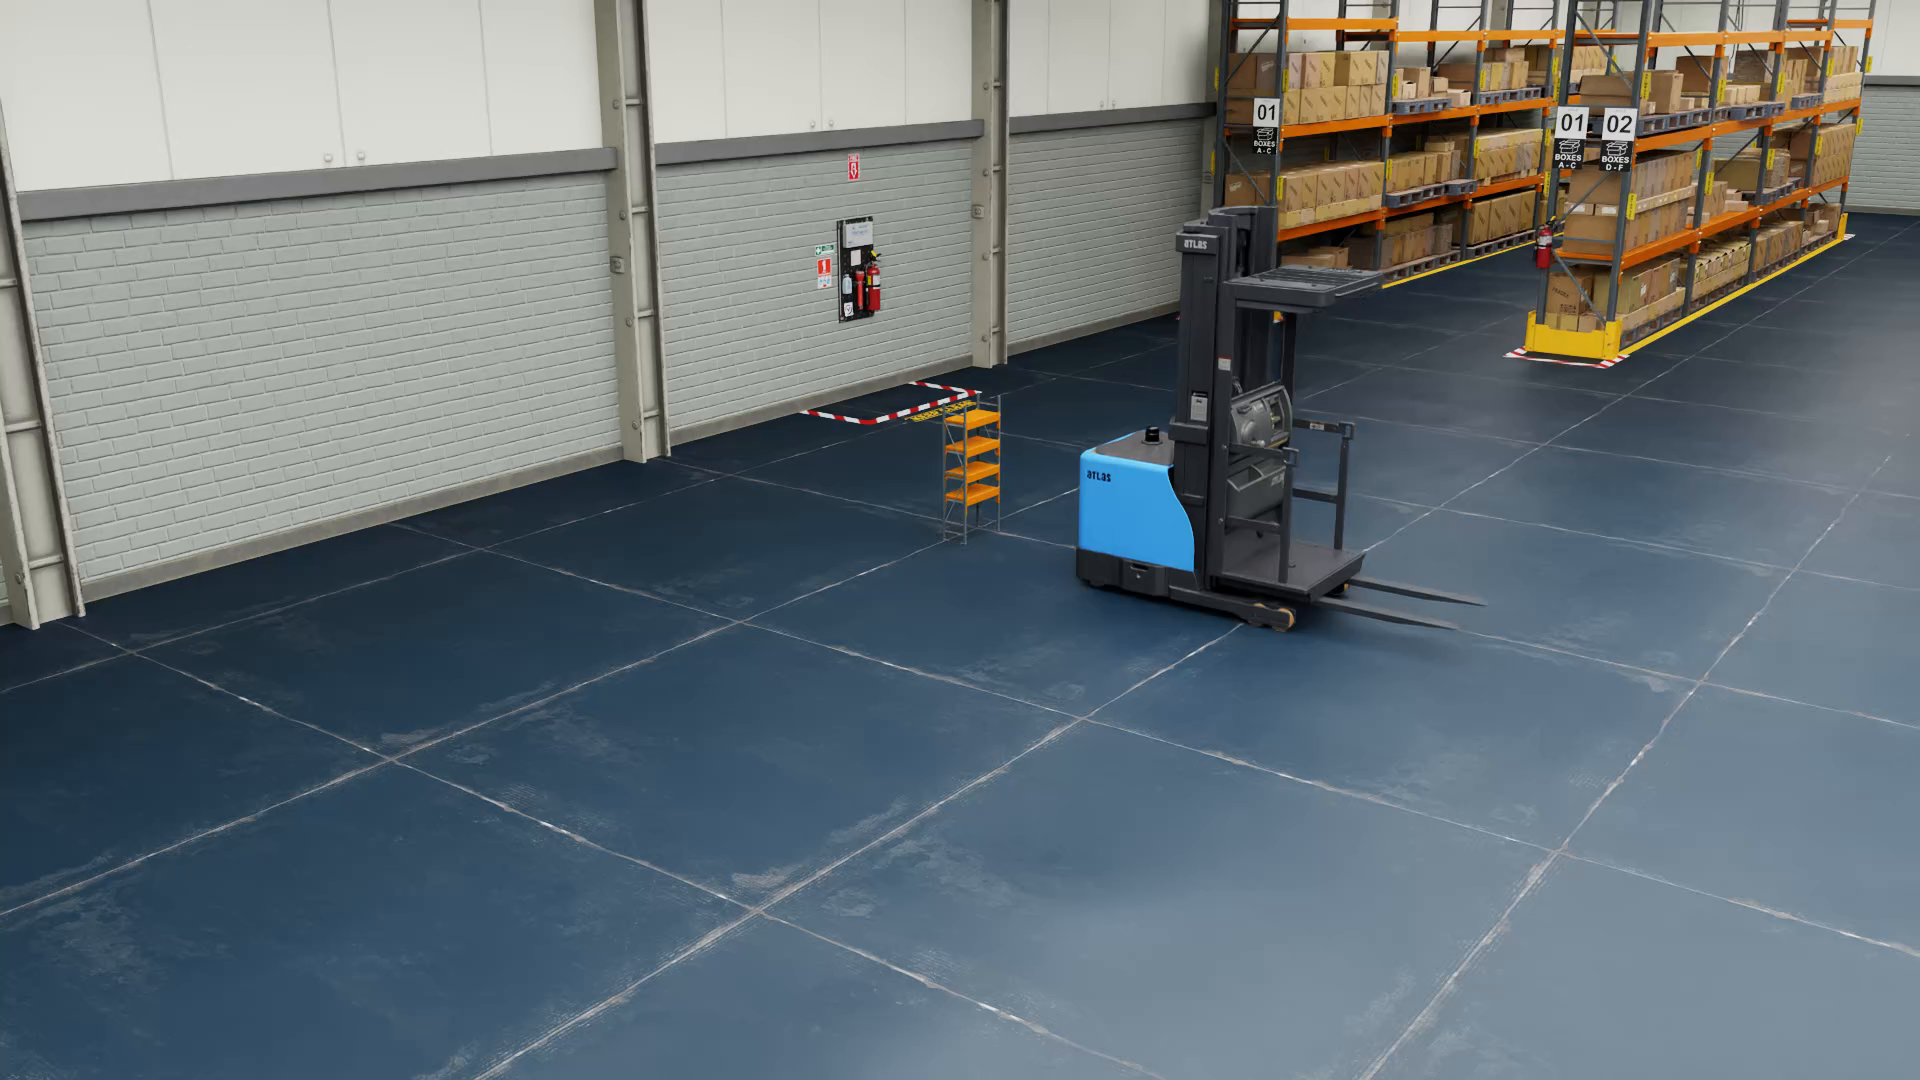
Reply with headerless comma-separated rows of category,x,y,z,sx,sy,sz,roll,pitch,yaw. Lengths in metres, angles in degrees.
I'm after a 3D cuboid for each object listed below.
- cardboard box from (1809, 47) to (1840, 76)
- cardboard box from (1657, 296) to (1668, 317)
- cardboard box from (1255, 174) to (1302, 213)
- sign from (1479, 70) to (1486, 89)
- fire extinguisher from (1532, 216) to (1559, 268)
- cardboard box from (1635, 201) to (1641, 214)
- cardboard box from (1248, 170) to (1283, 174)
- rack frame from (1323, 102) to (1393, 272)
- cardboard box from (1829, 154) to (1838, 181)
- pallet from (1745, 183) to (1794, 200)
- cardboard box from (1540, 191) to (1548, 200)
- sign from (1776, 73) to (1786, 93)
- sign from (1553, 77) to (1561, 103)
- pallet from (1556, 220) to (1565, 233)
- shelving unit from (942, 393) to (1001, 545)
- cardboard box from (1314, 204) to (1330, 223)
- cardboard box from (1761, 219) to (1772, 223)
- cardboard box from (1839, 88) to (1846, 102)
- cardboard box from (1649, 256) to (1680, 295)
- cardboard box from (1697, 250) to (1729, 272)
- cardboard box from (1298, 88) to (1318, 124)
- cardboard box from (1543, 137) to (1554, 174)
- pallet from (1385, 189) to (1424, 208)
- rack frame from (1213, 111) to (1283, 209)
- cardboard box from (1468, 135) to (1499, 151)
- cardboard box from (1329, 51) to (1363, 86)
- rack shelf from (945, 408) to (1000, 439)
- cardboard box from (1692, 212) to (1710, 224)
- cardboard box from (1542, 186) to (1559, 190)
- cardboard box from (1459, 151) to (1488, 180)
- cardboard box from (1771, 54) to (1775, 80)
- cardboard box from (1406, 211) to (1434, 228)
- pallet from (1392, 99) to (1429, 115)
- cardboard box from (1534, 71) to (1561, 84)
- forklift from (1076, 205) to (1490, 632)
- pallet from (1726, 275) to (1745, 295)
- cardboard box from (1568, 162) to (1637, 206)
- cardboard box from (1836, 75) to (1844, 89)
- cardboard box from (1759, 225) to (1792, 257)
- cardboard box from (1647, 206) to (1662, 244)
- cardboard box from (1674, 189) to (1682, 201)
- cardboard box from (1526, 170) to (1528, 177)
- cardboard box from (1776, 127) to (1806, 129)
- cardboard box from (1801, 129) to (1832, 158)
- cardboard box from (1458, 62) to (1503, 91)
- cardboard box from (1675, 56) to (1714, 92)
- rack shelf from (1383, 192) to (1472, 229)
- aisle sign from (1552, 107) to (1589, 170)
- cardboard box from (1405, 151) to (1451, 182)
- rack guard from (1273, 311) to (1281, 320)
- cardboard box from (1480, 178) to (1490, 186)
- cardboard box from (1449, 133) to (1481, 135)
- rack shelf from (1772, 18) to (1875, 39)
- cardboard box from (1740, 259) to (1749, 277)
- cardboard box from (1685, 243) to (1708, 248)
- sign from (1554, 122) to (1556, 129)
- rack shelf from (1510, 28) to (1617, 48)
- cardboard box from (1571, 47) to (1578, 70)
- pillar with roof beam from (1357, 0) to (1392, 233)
cardboard box,16.030,-8.977,31.180,0.700,0.500,0.500,12,21,35
cardboard box,9.899,-3.396,24.051,0.500,0.250,0.500,12,21,35
cardboard box,4.754,-5.175,24.806,0.500,0.500,0.500,12,21,35
sign,9.429,-8.307,30.007,0.100,0.325,0.005,12,21,35
fire extinguisher,7.765,-3.961,22.072,0.296,0.674,0.183,12,21,35
cardboard box,8.920,-4.480,22.349,0.380,0.149,0.250,13,21,35
cardboard box,4.646,-5.383,25.474,0.500,0.500,0.500,13,21,35
rack frame,6.612,-5.771,27.771,1.000,3.000,0.127,12,21,35
cardboard box,16.786,-7.286,32.480,0.500,0.500,0.500,12,21,34
pallet,14.131,-6.222,29.546,1.003,0.211,1.213,12,21,35
cardboard box,12.257,-7.203,34.793,0.380,0.149,0.250,13,22,37
sign,13.416,-7.467,27.168,0.100,0.325,0.005,12,21,35
sign,7.781,-5.861,21.642,0.100,0.325,0.005,12,21,35
pallet,12.621,-6.804,35.799,1.003,0.211,1.213,12,21,35
shelving unit,0.099,-0.612,14.193,0.258,1.200,0.503,12,21,35
cardboard box,5.380,-5.063,25.710,0.500,0.250,0.500,12,21,34
cardboard box,14.875,-5.747,31.164,0.500,0.500,0.500,11,21,32
cardboard box,16.743,-8.592,32.050,0.500,0.250,0.500,12,21,35
cardboard box,10.184,-3.876,24.332,0.500,0.500,0.500,12,21,35
cardboard box,11.953,-4.473,26.572,0.500,0.311,0.500,13,22,36
cardboard box,4.977,-6.466,24.746,0.500,0.500,0.500,14,22,38
cardboard box,11.715,-7.946,34.269,0.980,0.700,0.700,13,21,36
pallet,7.184,-5.836,28.303,1.003,0.211,1.213,12,21,35
rack frame,4.228,-4.819,24.703,1.000,3.000,0.127,12,21,35
cardboard box,9.792,-7.472,31.280,0.500,0.250,0.500,12,21,34
cardboard box,5.910,-7.313,25.789,0.500,0.500,0.500,12,21,33
rack shelf,0.099,-0.988,14.076,0.258,0.148,0.480,12,21,35
cardboard box,11.284,-4.952,25.556,0.380,0.149,0.250,12,21,35
cardboard box,12.737,-7.586,36.027,0.380,0.149,0.250,13,21,35
cardboard box,9.490,-6.994,31.004,0.500,0.500,0.500,13,22,36
cardboard box,13.544,-8.032,28.137,0.500,0.500,0.500,12,21,35
cardboard box,8.218,-5.793,30.050,0.500,0.250,0.500,13,21,36
pallet,7.065,-7.242,27.767,1.213,0.211,1.003,12,21,35
cardboard box,12.002,-9.404,33.787,0.500,0.250,0.500,12,21,35
forklift,2.406,-0.912,12.240,3.031,2.935,1.130,12,21,34
pallet,12.454,-4.329,27.827,1.003,0.211,1.213,12,21,35
cardboard box,8.529,-4.733,22.071,0.700,0.500,0.500,13,21,35
cardboard box,16.452,-8.710,31.587,0.500,0.250,0.500,12,21,35
cardboard box,14.695,-5.415,30.096,0.500,0.500,0.500,13,21,35
cardboard box,9.417,-4.470,23.412,0.700,0.500,0.500,13,22,36
cardboard box,10.144,-4.968,23.921,0.380,0.149,0.250,12,21,35
cardboard box,11.082,-7.318,33.141,0.380,0.149,0.250,13,22,36
cardboard box,16.056,-7.736,32.244,0.500,0.500,0.500,13,21,35
cardboard box,16.173,-7.513,31.525,0.500,0.500,0.500,12,21,33
cardboard box,9.851,-8.805,31.572,0.700,0.500,0.500,14,22,37
cardboard box,10.991,-6.956,24.810,0.500,0.500,0.500,13,21,35
rack shelf,7.803,-5.904,29.412,1.077,0.370,4.000,12,21,35
aisle sign,7.934,-5.222,21.618,0.394,0.787,0.004,12,21,35
cardboard box,8.412,-6.730,29.949,0.700,0.500,0.500,10,20,30
rack guard,4.274,-3.643,25.132,1.175,0.500,0.348,12,21,35
cardboard box,9.761,-6.758,31.338,0.380,0.149,0.250,13,22,36
cardboard box,9.677,-7.680,31.948,0.500,0.250,0.500,12,21,33
rack shelf,16.550,-9.799,31.842,1.077,0.370,4.000,12,21,35
cardboard box,12.858,-4.569,27.826,0.500,0.250,0.500,13,21,36
cardboard box,12.121,-4.805,27.643,0.500,0.311,0.500,12,21,33
sign,13.319,-9.180,37.155,0.100,0.325,0.005,12,21,35
rack shelf,12.570,-10.484,34.717,1.077,0.370,4.000,12,21,35
cardboard box,12.330,-9.888,34.081,0.500,0.500,0.500,12,21,34
pillar with roof beam,10.983,-8.672,26.995,9.100,9.000,0.400,12,21,35
